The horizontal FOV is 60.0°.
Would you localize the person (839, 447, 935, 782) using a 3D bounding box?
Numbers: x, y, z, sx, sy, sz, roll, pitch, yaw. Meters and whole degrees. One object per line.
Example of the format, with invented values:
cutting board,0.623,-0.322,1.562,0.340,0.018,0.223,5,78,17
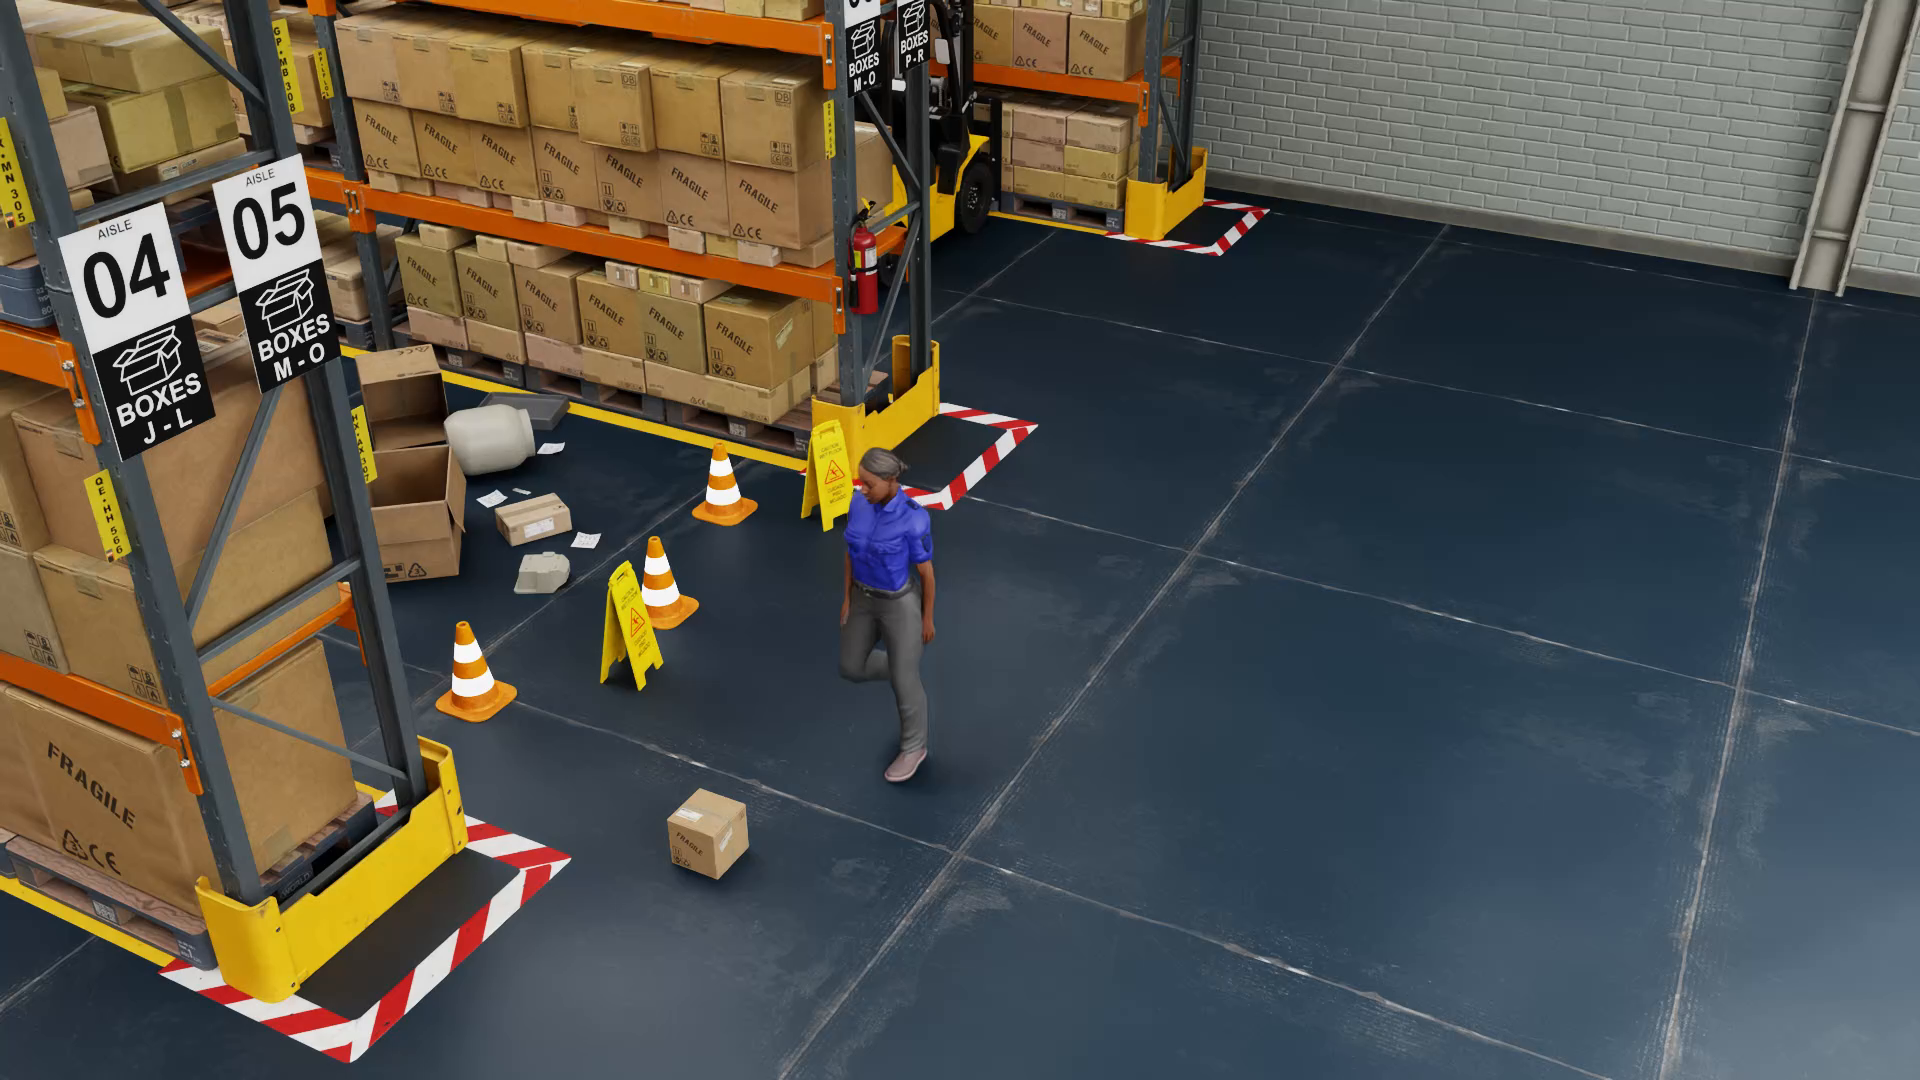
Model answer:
person,-0.303,0.285,7.770,0.460,1.651,0.574,18,35,29
